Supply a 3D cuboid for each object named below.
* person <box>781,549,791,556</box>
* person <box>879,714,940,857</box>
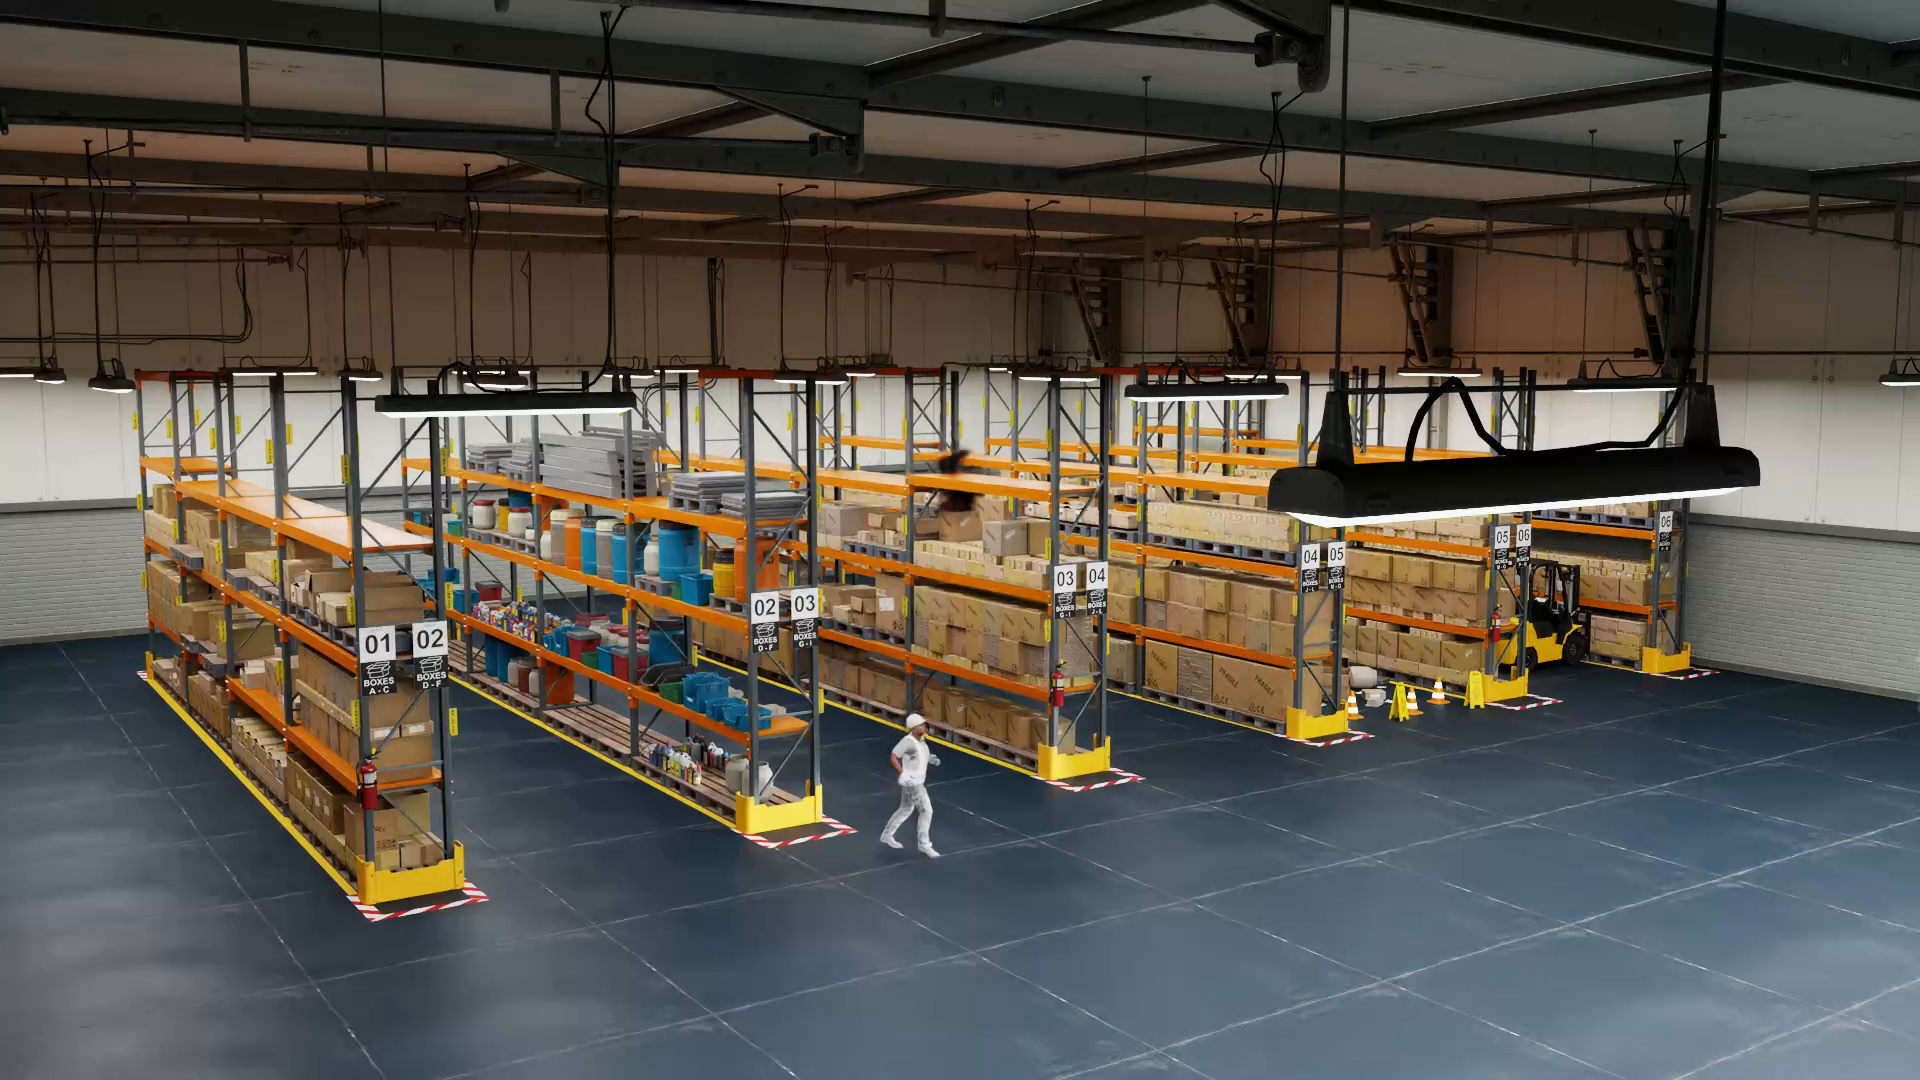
[{"bbox_3d":[-4.256,0.860,41.057,0.736,1.693,0.561,3,7,28],"label":"person"},{"bbox_3d":[-0.637,3.087,20.980,0.783,1.839,0.671,1,6,5],"label":"person"}]
